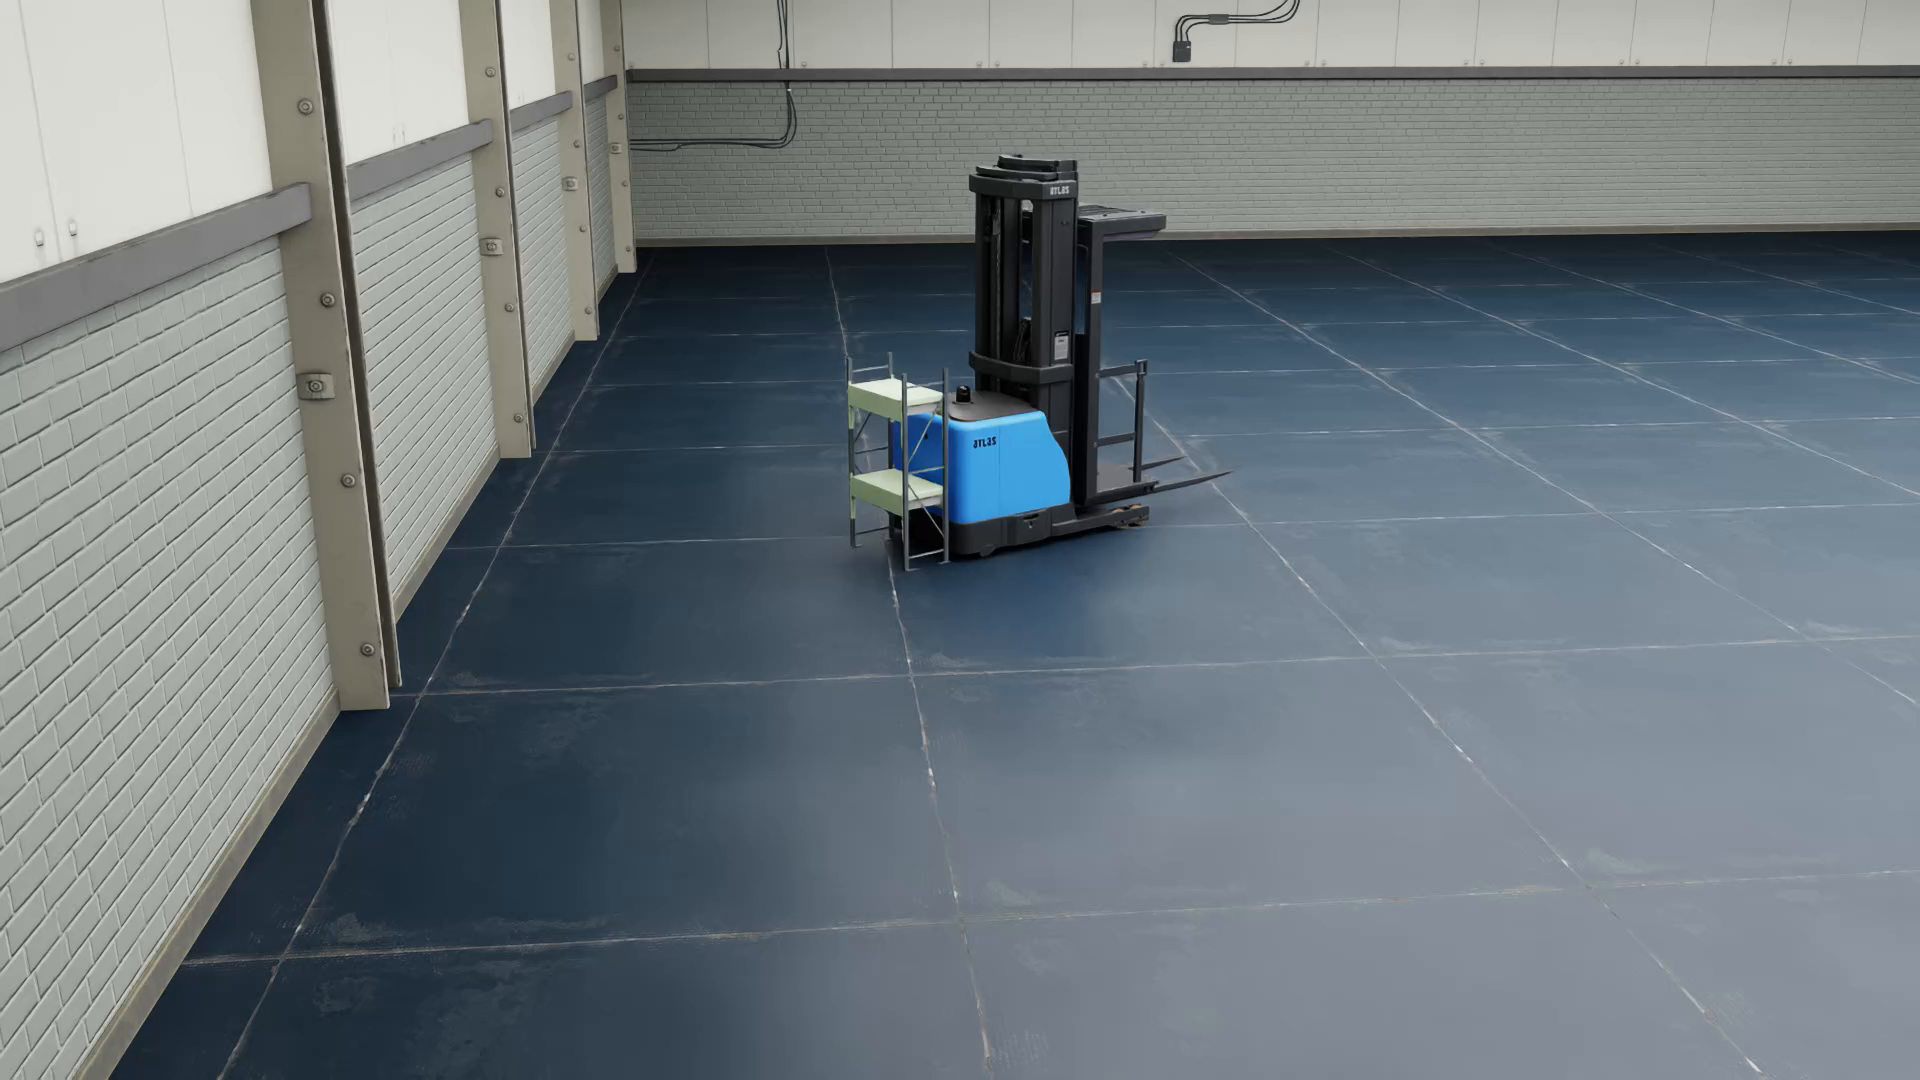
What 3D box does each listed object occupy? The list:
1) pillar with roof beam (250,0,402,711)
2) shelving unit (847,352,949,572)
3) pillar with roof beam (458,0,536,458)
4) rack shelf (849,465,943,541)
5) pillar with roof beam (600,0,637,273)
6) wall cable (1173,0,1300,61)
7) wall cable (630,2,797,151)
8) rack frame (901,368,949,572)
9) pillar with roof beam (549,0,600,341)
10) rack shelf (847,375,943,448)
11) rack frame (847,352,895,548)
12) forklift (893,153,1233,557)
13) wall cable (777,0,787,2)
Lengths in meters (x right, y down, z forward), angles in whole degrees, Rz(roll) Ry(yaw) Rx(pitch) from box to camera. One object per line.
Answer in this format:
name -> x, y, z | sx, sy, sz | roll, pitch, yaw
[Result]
pillar with roof beam -> 0.681, -3.470, 9.208 | 9.100, 9.000, 0.400 | -2, 18, -6
shelving unit -> -0.471, -0.600, 12.585 | 0.431, 1.500, 0.755 | -12, 21, -34
pillar with roof beam -> 0.062, -5.258, 14.902 | 9.100, 9.000, 0.400 | -2, 18, -6
rack shelf -> -0.471, -0.289, 12.682 | 0.431, 0.370, 0.720 | -12, 21, -34
pillar with roof beam -> -1.175, -8.833, 26.290 | 9.100, 9.000, 0.400 | -2, 18, -6
wall cable -> 4.998, -11.530, 29.202 | 2.305, 6.003, 0.169 | -2, 18, -6
wall cable -> -4.446, -8.137, 29.257 | 3.097, 2.526, 0.112 | -2, 18, -6
rack frame -> -0.254, -0.512, 12.303 | 0.400, 1.500, 0.023 | -12, 21, -34
pillar with roof beam -> -0.557, -7.046, 20.596 | 9.100, 9.000, 0.400 | -2, 18, -6
rack shelf -> -0.471, -0.972, 12.468 | 0.431, 0.370, 0.720 | -12, 21, -34
rack frame -> -0.687, -0.689, 12.866 | 0.400, 1.500, 0.023 | -12, 21, -34
forklift -> 0.932, -1.599, 13.376 | 3.031, 2.935, 1.130 | -12, 21, -34
wall cable -> -1.755, -10.631, 28.767 | 3.097, 2.526, 0.112 | -2, 18, -6
